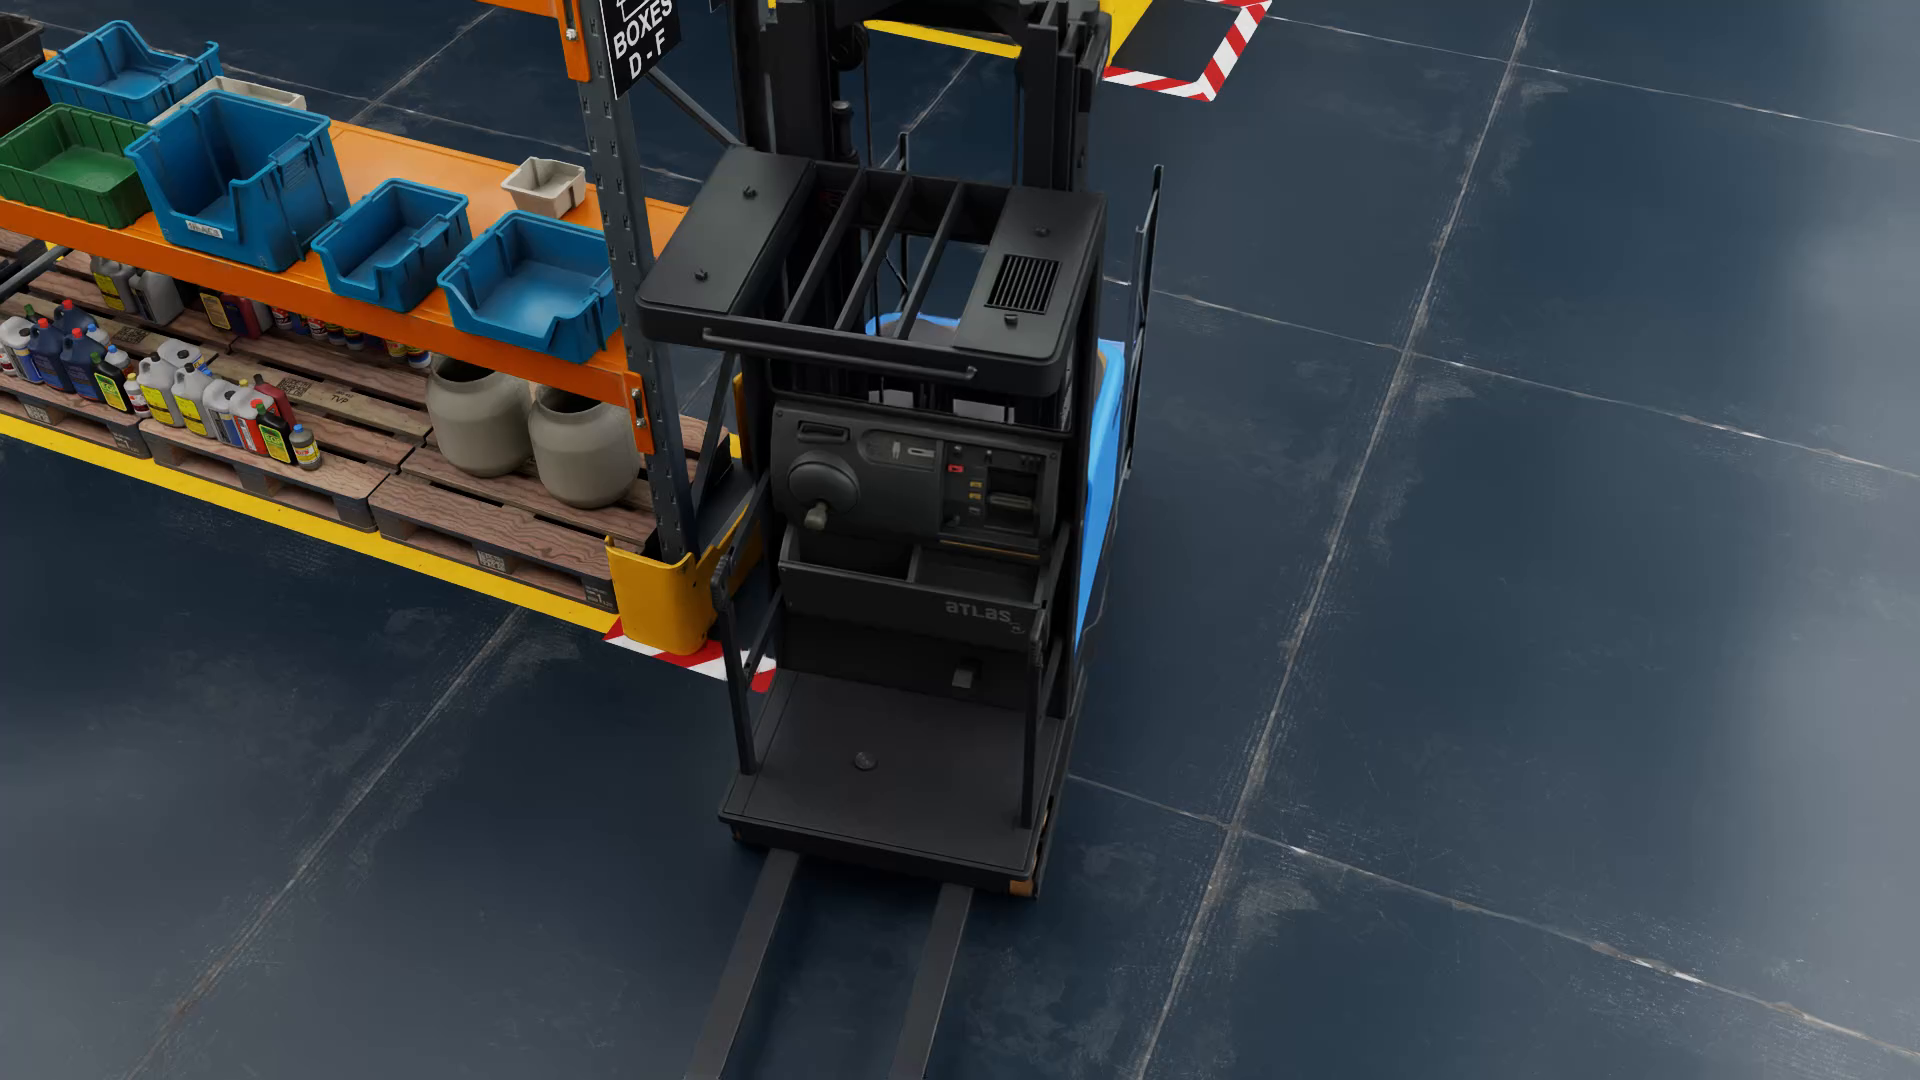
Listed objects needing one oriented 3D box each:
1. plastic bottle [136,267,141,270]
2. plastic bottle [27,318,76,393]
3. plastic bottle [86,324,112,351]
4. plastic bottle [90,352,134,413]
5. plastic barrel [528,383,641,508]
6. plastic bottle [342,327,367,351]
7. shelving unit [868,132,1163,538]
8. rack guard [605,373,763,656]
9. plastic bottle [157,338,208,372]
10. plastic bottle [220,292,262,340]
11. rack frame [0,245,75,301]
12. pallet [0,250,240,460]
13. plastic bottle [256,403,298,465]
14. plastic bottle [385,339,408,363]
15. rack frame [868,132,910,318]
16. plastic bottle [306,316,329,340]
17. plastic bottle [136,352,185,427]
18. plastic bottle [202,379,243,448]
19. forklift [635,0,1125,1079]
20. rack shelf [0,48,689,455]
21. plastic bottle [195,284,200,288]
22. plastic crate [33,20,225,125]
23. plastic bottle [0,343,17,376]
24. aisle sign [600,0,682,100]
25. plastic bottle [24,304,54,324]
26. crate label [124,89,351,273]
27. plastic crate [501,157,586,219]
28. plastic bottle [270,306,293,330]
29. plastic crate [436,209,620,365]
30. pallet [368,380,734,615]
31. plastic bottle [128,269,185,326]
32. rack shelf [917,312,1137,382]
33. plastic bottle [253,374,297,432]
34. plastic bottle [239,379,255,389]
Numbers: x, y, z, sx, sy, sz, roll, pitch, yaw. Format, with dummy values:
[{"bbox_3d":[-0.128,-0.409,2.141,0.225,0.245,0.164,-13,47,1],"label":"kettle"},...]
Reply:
[{"bbox_3d":[-3.898,-1.341,7.876,0.185,0.351,0.144,15,47,15],"label":"plastic bottle"},{"bbox_3d":[-4.018,-0.839,7.371,0.185,0.351,0.144,18,47,17],"label":"plastic bottle"},{"bbox_3d":[-3.837,-0.850,7.439,0.097,0.271,0.097,0,45,0],"label":"plastic bottle"},{"bbox_3d":[-3.707,-0.691,7.271,0.133,0.283,0.061,18,48,18],"label":"plastic bottle"},{"bbox_3d":[-1.548,-0.421,6.851,0.421,0.512,0.421,0,45,0],"label":"plastic barrel"},{"bbox_3d":[-2.781,-1.002,7.592,0.097,0.271,0.097,0,45,0],"label":"plastic bottle"},{"bbox_3d":[0.210,-0.815,6.828,1.048,1.500,0.538,10,43,10],"label":"shelving unit"},{"bbox_3d":[-1.000,-0.129,6.864,0.348,0.500,1.175,16,47,16],"label":"rack guard"},{"bbox_3d":[-3.417,-0.749,7.334,0.135,0.276,0.152,16,47,16],"label":"plastic bottle"},{"bbox_3d":[-3.314,-1.061,7.642,0.133,0.283,0.061,16,47,16],"label":"plastic bottle"},{"bbox_3d":[-4.603,-2.111,7.084,0.127,3.000,1.000,16,47,16],"label":"rack frame"},{"bbox_3d":[-3.999,-0.913,7.857,1.213,0.211,1.003,16,47,16],"label":"pallet"},{"bbox_3d":[-2.890,-0.451,7.029,0.133,0.283,0.061,17,47,17],"label":"plastic bottle"},{"bbox_3d":[-2.560,-0.912,7.551,0.097,0.201,0.097,0,45,0],"label":"plastic bottle"},{"bbox_3d":[-0.284,-0.898,6.912,0.032,1.500,0.500,10,43,10],"label":"rack frame"},{"bbox_3d":[-2.965,-1.031,7.671,0.097,0.201,0.097,0,45,0],"label":"plastic bottle"},{"bbox_3d":[-3.451,-0.672,7.204,0.185,0.351,0.144,16,47,16],"label":"plastic bottle"},{"bbox_3d":[-3.125,-0.552,7.137,0.135,0.276,0.152,15,47,15],"label":"plastic bottle"},{"bbox_3d":[-0.194,-0.091,5.102,1.130,2.935,3.031,9,46,9],"label":"forklift"},{"bbox_3d":[-2.757,-1.313,6.792,4.000,0.370,1.077,16,47,16],"label":"rack shelf"},{"bbox_3d":[-3.554,-1.247,7.830,0.133,0.283,0.061,19,48,18],"label":"plastic bottle"},{"bbox_3d":[-3.477,-1.934,7.012,0.616,0.251,0.499,16,47,16],"label":"plastic crate"},{"bbox_3d":[-4.290,-0.848,7.486,0.097,0.201,0.097,0,45,0],"label":"plastic bottle"},{"bbox_3d":[-0.959,-1.733,4.861,0.004,0.787,0.394,16,47,16],"label":"aisle sign"},{"bbox_3d":[-4.128,-0.932,7.512,0.133,0.283,0.061,16,47,16],"label":"plastic bottle"},{"bbox_3d":[-2.714,-1.361,6.305,0.616,0.435,0.502,16,47,16],"label":"crate label"},{"bbox_3d":[-1.613,-1.384,6.540,0.250,0.136,0.298,16,47,16],"label":"plastic crate"},{"bbox_3d":[-3.154,-1.087,7.727,0.097,0.201,0.097,0,45,0],"label":"plastic bottle"},{"bbox_3d":[-1.488,-0.913,5.985,0.616,0.251,0.499,16,47,16],"label":"plastic crate"},{"bbox_3d":[-1.747,-0.250,7.191,1.213,0.211,1.003,16,47,16],"label":"pallet"},{"bbox_3d":[-3.754,-1.159,7.746,0.135,0.276,0.152,16,47,16],"label":"plastic bottle"},{"bbox_3d":[0.208,-0.682,6.949,1.000,0.185,0.538,10,43,10],"label":"rack shelf"},{"bbox_3d":[-2.957,-0.587,7.166,0.133,0.283,0.061,16,47,16],"label":"plastic bottle"},{"bbox_3d":[-3.094,-0.612,7.250,0.097,0.201,0.097,0,45,0],"label":"plastic bottle"}]
